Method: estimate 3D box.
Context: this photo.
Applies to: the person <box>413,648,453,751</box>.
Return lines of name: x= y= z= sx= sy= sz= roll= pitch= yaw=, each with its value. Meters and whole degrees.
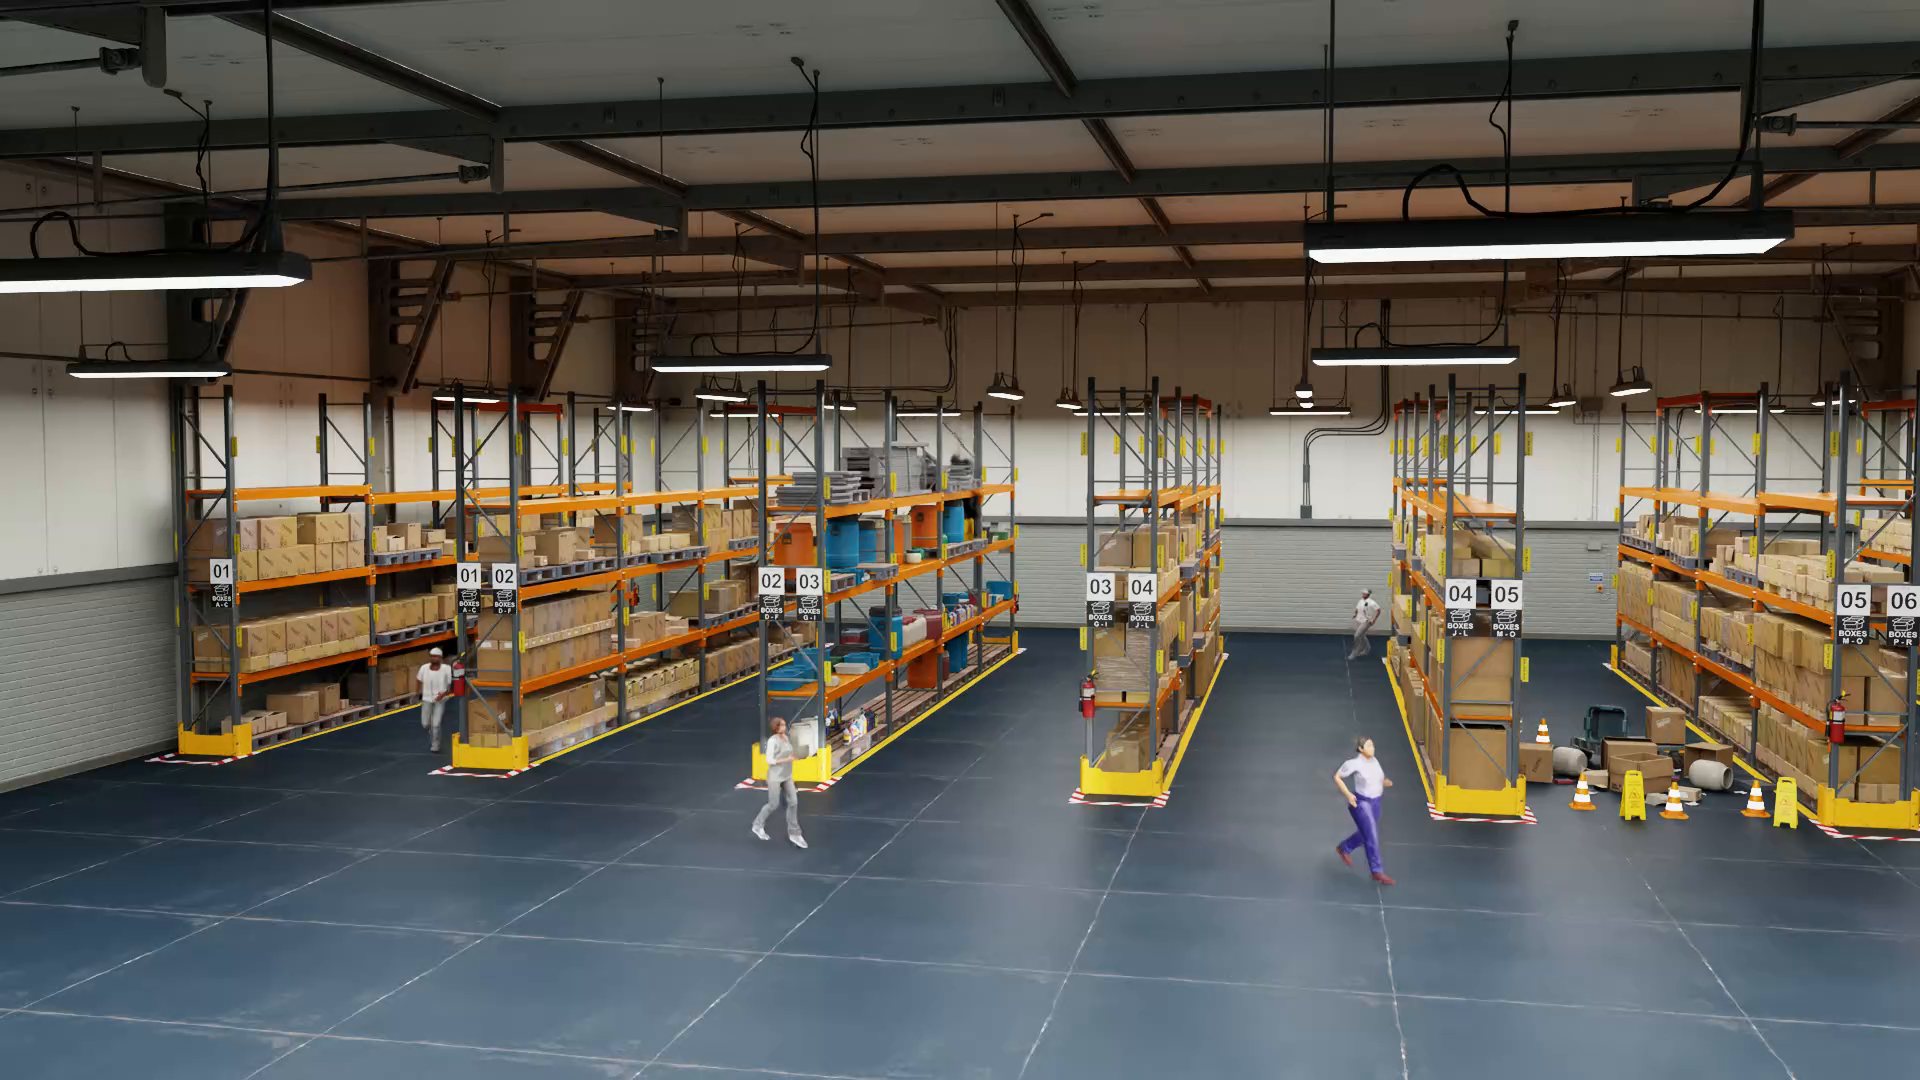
person: x=-8.629 y=2.616 z=27.338 sx=0.693 sy=1.693 sz=0.583 roll=0 pitch=3 yaw=-3

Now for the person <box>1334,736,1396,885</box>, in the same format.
person: x=4.689 y=3.084 z=19.256 sx=0.608 sy=1.630 sz=0.944 roll=-3 pitch=4 yaw=-39

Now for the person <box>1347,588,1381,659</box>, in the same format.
person: x=9.562 y=1.973 z=39.343 sx=0.796 sy=1.715 sz=0.665 roll=-2 pitch=4 yaw=-26

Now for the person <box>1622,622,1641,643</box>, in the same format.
person: x=15.712 y=2.031 z=38.770 sx=0.524 sy=1.607 sz=0.675 roll=1 pitch=3 yaw=24

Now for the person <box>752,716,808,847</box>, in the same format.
person: x=-2.276 y=3.016 z=20.834 sx=0.787 sy=1.623 sz=0.526 roll=2 pitch=4 yaw=32
